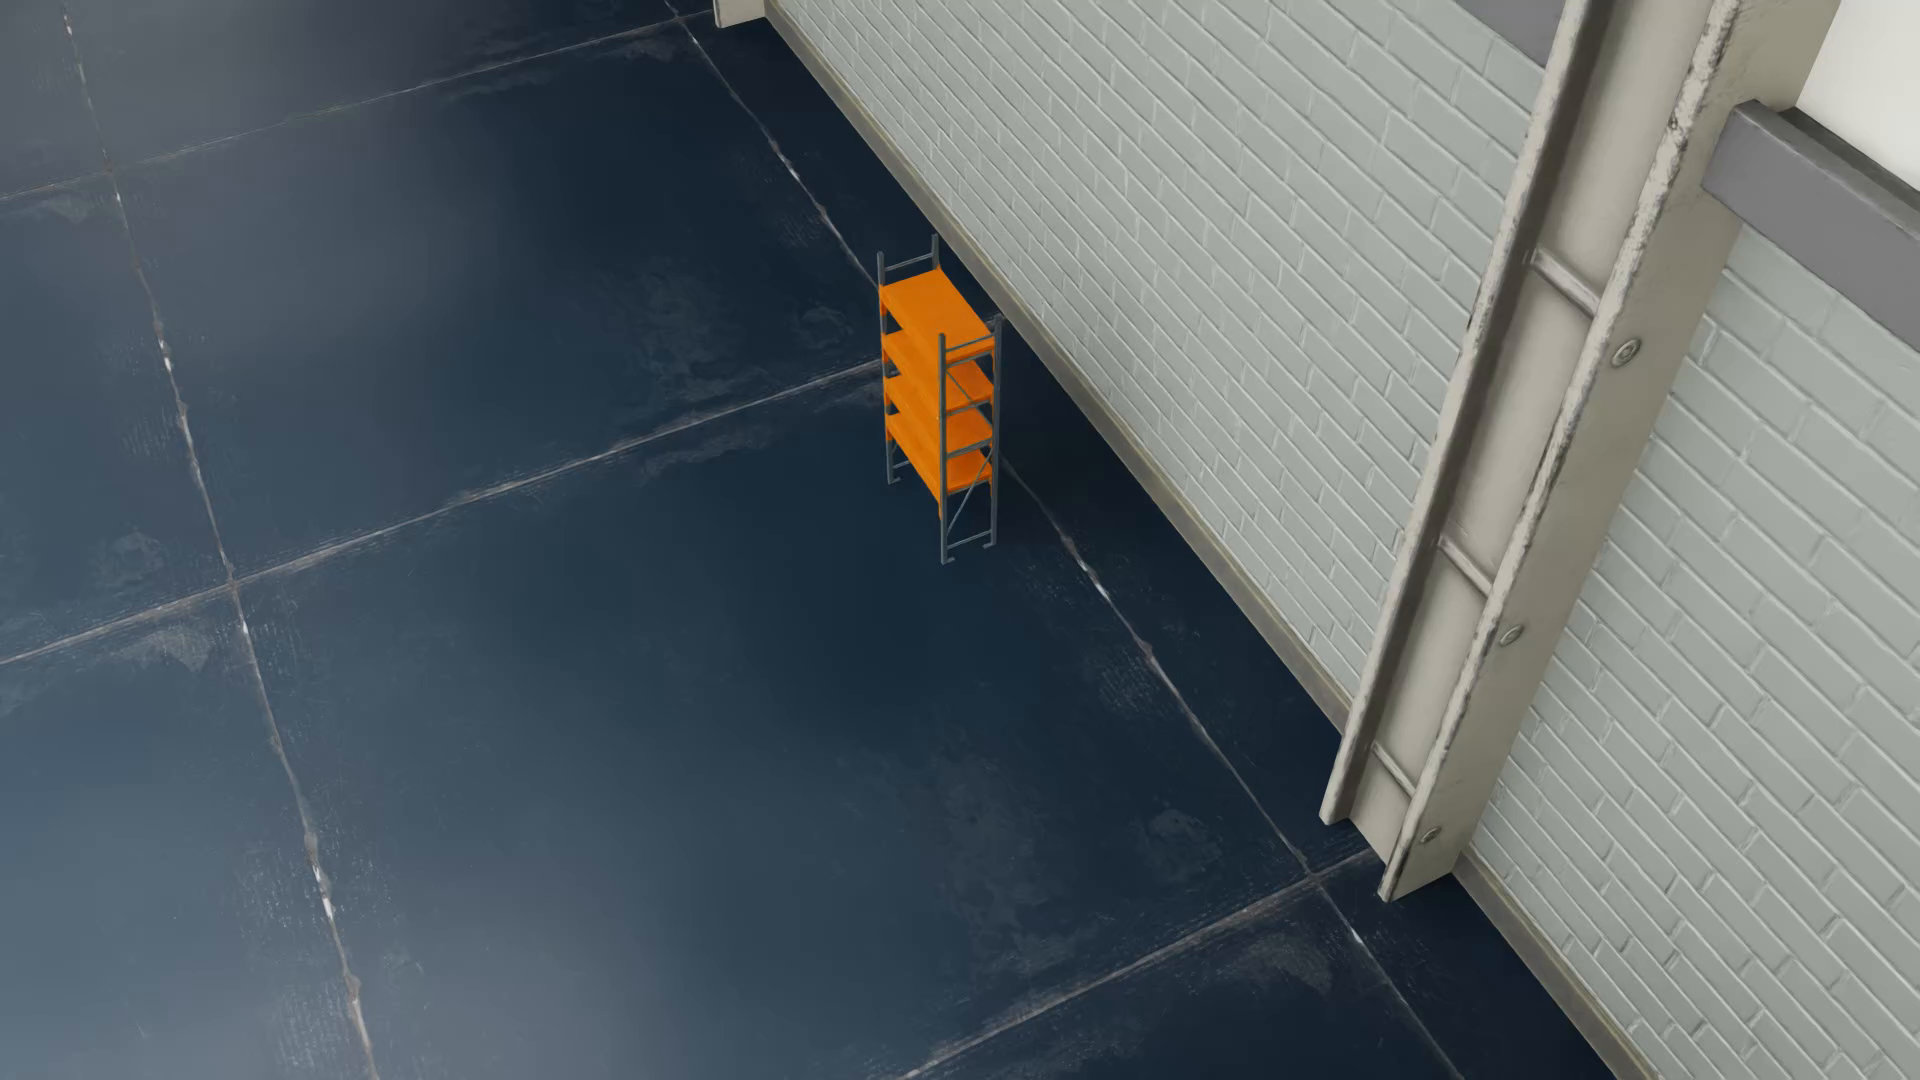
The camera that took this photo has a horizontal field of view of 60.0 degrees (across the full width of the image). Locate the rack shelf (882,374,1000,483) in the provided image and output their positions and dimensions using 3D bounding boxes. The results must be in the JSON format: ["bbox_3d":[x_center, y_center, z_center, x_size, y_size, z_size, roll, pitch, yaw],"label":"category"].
[{"bbox_3d":[-0.076,-0.462,6.339,0.258,0.148,0.480,-21,52,-18],"label":"rack shelf"}]

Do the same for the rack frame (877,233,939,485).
[{"bbox_3d":[-0.187,-0.669,6.431,0.240,1.200,0.015,-21,52,-18],"label":"rack frame"}]

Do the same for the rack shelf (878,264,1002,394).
[{"bbox_3d":[-0.076,-0.764,5.992,0.258,0.148,0.480,-21,52,-18],"label":"rack shelf"}]

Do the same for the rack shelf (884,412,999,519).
[{"bbox_3d":[-0.076,-0.331,6.488,0.258,0.148,0.480,-21,52,-18],"label":"rack shelf"}]

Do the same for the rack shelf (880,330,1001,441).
[{"bbox_3d":[-0.076,-0.609,6.170,0.258,0.148,0.480,-21,52,-18],"label":"rack shelf"}]

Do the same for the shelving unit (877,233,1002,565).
[{"bbox_3d":[-0.076,-0.506,6.288,0.258,1.200,0.503,-21,52,-18],"label":"shelving unit"}]

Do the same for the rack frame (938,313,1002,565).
[{"bbox_3d":[0.036,-0.342,6.145,0.240,1.200,0.015,-21,52,-18],"label":"rack frame"}]

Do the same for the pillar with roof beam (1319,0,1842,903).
[{"bbox_3d":[-2.352,-0.445,1.053,9.100,9.000,0.400,-21,52,-18],"label":"pillar with roof beam"}]

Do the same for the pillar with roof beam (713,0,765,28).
[{"bbox_3d":[-5.098,-4.460,4.565,9.100,9.000,0.400,-21,52,-18],"label":"pillar with roof beam"}]
